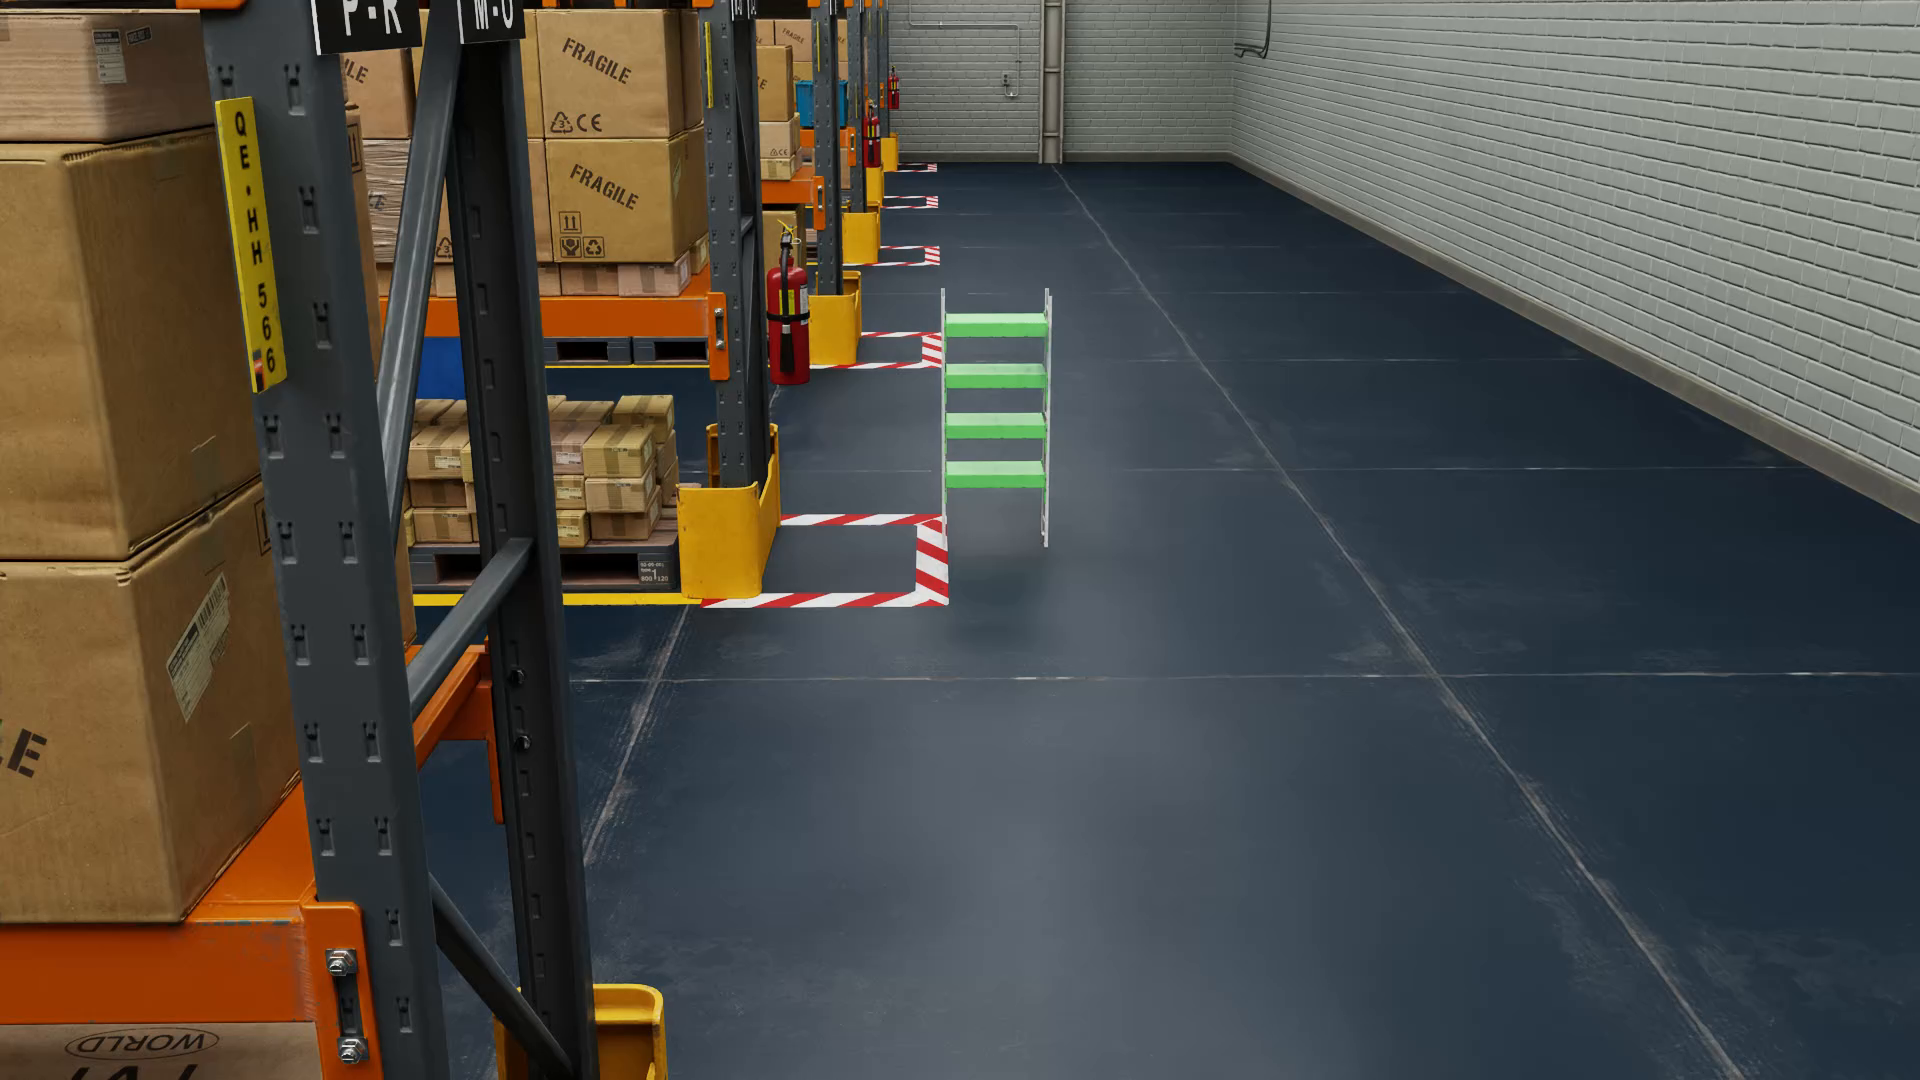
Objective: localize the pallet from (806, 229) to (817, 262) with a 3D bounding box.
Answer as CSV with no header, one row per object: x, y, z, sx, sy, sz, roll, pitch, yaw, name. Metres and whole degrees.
-1.862,-3.058,17.234,1.213,0.211,1.003,0,18,-1,pallet

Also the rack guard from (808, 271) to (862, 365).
-0.935,-1.675,12.450,0.348,0.500,1.175,0,18,-1,rack guard

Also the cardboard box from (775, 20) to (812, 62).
-2.057,-6.325,21.055,0.500,0.500,0.500,0,18,1,cardboard box

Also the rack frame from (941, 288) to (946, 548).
-0.078,-0.571,7.863,0.015,1.200,0.240,0,18,-1,rack frame

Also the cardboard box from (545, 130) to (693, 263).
-1.427,-1.458,7.032,0.500,0.500,0.500,0,18,0,cardboard box

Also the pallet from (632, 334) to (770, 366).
-1.757,-1.509,12.408,1.213,0.211,1.003,0,18,-1,pallet

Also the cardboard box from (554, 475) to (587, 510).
-1.767,-0.259,7.438,0.250,0.149,0.380,-1,18,-2,cardboard box

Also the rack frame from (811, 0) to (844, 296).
-0.959,-2.865,12.068,0.127,3.000,1.000,0,18,-1,rack frame

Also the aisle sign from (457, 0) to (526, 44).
-0.735,-1.165,2.513,0.004,0.787,0.394,0,18,-1,aisle sign

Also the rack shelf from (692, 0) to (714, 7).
-2.981,-2.426,6.966,4.000,0.370,1.077,0,18,-1,rack shelf

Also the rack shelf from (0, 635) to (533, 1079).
-2.802,0.514,2.713,4.000,0.370,1.077,0,18,-1,rack shelf

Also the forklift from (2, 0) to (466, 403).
-4.053,-1.674,8.467,3.031,2.935,1.130,-16,24,-40,forklift

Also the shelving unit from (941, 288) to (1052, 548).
0.166,-0.572,7.867,0.503,1.200,0.258,0,18,-1,shelving unit

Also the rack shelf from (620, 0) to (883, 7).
-3.193,-8.480,25.838,4.000,0.370,1.077,0,18,-1,rack shelf

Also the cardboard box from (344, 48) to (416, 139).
-2.462,-1.929,6.863,0.500,0.500,0.500,1,18,2,cardboard box

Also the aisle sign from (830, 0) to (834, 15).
-0.882,-4.012,11.386,0.004,0.787,0.394,0,18,-1,aisle sign

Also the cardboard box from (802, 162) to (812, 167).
-2.160,-4.872,22.107,0.500,0.250,0.500,0,18,-1,cardboard box

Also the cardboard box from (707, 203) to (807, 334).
-1.598,-2.026,12.243,0.875,0.875,0.875,0,18,-1,cardboard box

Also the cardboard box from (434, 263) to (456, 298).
-2.058,-1.138,7.096,0.250,0.149,0.380,0,18,1,cardboard box

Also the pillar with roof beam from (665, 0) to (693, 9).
-4.439,-9.194,21.975,0.400,9.000,9.100,0,18,-1,pillar with roof beam

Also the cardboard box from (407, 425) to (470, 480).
-2.276,-0.390,7.358,0.250,0.149,0.380,-1,18,-3,cardboard box

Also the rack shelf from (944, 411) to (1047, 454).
0.166,-0.511,7.886,0.480,0.148,0.258,0,18,-1,rack shelf

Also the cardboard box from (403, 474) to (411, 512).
-2.542,-0.235,7.361,0.250,0.149,0.380,0,18,0,cardboard box

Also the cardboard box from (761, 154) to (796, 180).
-1.310,-2.643,11.788,0.250,0.149,0.380,0,18,0,cardboard box

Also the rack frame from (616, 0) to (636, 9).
-5.193,-7.384,26.156,0.127,3.000,1.000,0,18,-1,rack frame

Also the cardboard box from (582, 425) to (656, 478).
-1.507,-0.395,7.375,0.250,0.149,0.380,0,18,0,cardboard box

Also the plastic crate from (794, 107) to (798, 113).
-1.611,-4.404,17.199,0.298,0.136,0.250,0,18,-1,plastic crate

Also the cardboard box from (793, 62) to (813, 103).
-2.074,-5.849,21.208,0.500,0.500,0.500,0,18,0,cardboard box

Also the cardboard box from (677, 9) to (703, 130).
-1.435,-2.094,7.377,0.500,0.500,0.500,0,18,-1,cardboard box

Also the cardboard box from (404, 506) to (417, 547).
-2.527,-0.093,7.407,0.250,0.149,0.380,-1,18,-3,cardboard box

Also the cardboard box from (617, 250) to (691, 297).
-1.303,-1.142,7.109,0.250,0.149,0.380,0,18,-1,cardboard box

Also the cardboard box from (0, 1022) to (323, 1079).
-1.461,1.215,2.855,0.875,0.438,0.875,-1,18,-3,cardboard box

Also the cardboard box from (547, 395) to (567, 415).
-2.039,-0.577,7.940,0.250,0.149,0.380,0,18,-1,cardboard box

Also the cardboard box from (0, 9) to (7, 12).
-4.008,-1.931,6.868,0.500,0.500,0.500,-1,18,-3,cardboard box

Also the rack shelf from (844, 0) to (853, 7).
-3.037,-5.454,16.405,4.000,0.370,1.077,0,18,-1,rack shelf

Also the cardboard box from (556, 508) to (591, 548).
-1.760,-0.094,7.409,0.250,0.149,0.380,0,18,1,cardboard box

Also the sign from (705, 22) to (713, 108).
-0.993,-1.882,6.590,0.005,0.325,0.100,0,18,-1,sign

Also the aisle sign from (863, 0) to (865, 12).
-0.970,-5.707,16.671,0.004,0.787,0.394,0,18,-1,aisle sign

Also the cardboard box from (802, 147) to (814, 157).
-2.392,-6.377,26.420,0.500,0.500,0.700,0,18,-1,cardboard box

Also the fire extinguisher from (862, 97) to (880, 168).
-0.879,-4.025,16.422,0.183,0.674,0.296,0,18,-1,fire extinguisher

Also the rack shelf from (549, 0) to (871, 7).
-3.111,-6.967,21.121,4.000,0.370,1.077,0,18,-1,rack shelf

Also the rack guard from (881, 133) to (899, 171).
-1.170,-6.213,26.598,0.348,0.500,1.175,0,18,-1,rack guard

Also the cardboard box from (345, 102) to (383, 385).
-1.287,-0.447,2.729,0.500,0.500,0.500,-1,18,-2,cardboard box
